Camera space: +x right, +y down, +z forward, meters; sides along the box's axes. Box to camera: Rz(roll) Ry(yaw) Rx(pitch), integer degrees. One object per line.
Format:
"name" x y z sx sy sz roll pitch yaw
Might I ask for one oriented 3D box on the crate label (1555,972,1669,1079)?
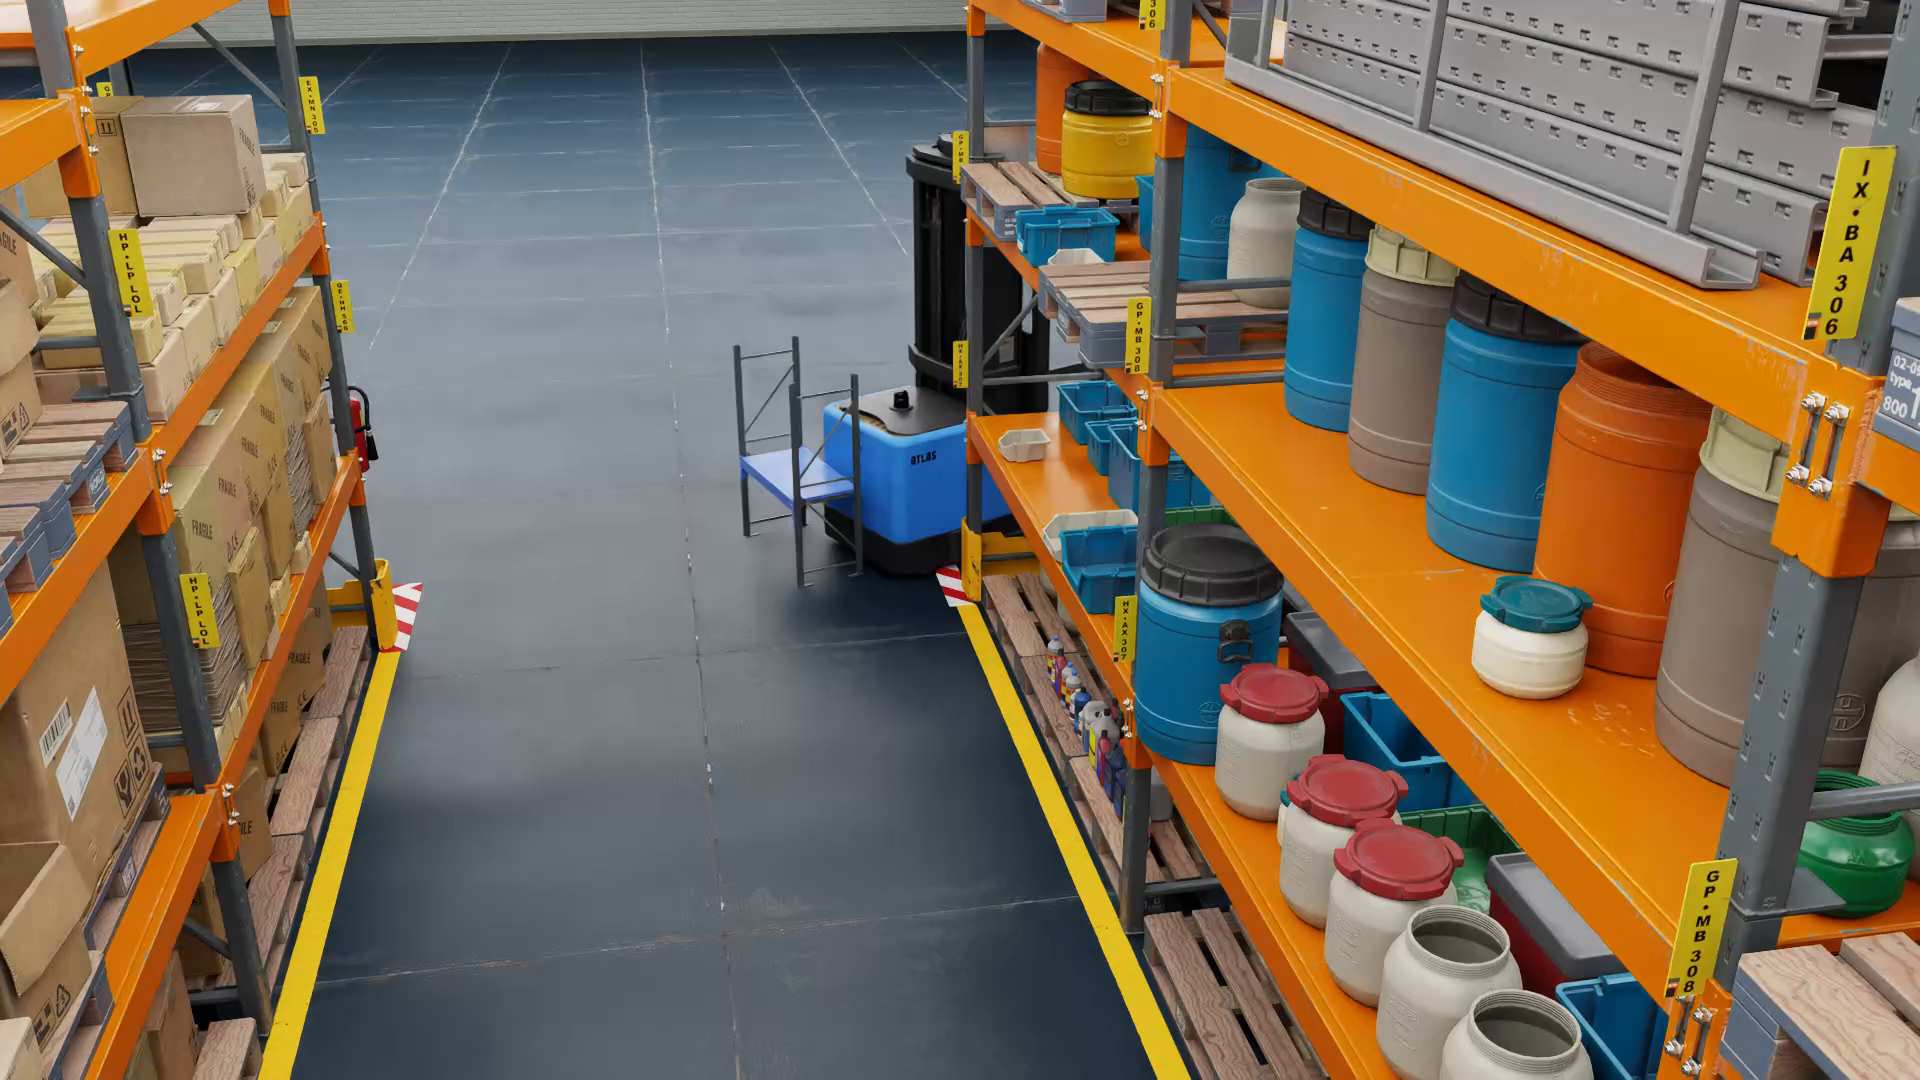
"crate label" 2.107 1.638 4.950 0.502 0.435 0.616 -4 24 -10

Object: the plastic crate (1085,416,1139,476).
"plastic crate" 1.047 -0.583 10.266 0.499 0.251 0.408 -4 24 -10

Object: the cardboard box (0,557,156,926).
"cardboard box" -3.573 0.714 5.837 1.000 1.000 1.000 -4 24 -9

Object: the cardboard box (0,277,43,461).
"cardboard box" -3.592 -0.564 5.635 0.797 0.503 0.637 -6 24 -12

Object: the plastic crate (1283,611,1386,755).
"plastic crate" 1.676 0.630 7.222 0.402 0.464 0.583 -4 24 -10

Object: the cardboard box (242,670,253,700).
"cardboard box" -3.433 0.671 7.523 0.380 0.149 0.250 -4 24 -10

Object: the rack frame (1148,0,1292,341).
"rack frame" 1.286 -2.258 6.419 1.000 3.000 0.127 -4 24 -10

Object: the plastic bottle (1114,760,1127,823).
"plastic bottle" 0.883 1.272 8.593 0.144 0.351 0.185 -5 24 -11

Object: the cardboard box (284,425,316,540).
"cardboard box" -3.986 -0.291 8.915 0.875 0.500 0.500 -4 24 -10

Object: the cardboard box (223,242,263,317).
"cardboard box" -3.703 -1.254 8.057 0.500 0.250 0.500 -5 24 -11

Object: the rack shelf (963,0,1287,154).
"rack shelf" 0.916 -2.531 8.444 1.077 0.370 4.000 -4 24 -10

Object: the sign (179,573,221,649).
"sign" -3.037 0.285 6.645 0.100 0.325 0.005 -4 24 -10

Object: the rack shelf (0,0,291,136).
"rack shelf" -3.952 -2.347 7.525 1.077 0.370 4.000 -4 24 -10

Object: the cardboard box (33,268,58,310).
"cardboard box" -4.093 -1.048 7.085 0.380 0.149 0.250 -5 24 -11

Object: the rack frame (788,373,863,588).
"rack frame" -0.922 -0.399 11.531 0.500 1.500 0.032 -12 26 -26

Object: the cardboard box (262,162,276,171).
"cardboard box" -4.031 -2.007 9.281 0.380 0.149 0.250 -5 24 -11

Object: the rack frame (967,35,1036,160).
"rack frame" 0.546 -3.831 10.021 1.000 3.000 0.127 -4 24 -10

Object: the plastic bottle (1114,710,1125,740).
"plastic bottle" 0.884 1.083 9.110 0.061 0.283 0.133 -4 24 -10

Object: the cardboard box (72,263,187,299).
"cardboard box" -3.572 -1.083 7.165 0.380 0.149 0.250 -4 24 -8

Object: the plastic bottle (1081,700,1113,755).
"plastic bottle" 0.762 1.039 9.218 0.152 0.276 0.135 -4 24 -9

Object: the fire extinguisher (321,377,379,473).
"fire extinguisher" -3.890 -0.759 10.579 0.296 0.674 0.183 -4 24 -10

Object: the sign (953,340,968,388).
"sign" 0.005 -1.170 11.077 0.100 0.325 0.005 -4 24 -10

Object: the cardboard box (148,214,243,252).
"cardboard box" -3.725 -1.494 8.107 0.380 0.149 0.250 -6 24 -12

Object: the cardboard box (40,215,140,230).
"cardboard box" -4.199 -1.470 8.051 0.380 0.149 0.250 -5 24 -10

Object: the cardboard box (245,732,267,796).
"cardboard box" -3.922 1.188 8.624 0.500 0.500 0.500 -6 24 -14

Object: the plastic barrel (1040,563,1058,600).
"plastic barrel" 0.743 0.119 11.056 0.421 0.512 0.421 0 24 0

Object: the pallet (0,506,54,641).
"pallet" -3.378 0.228 4.710 1.213 0.211 1.003 -4 24 -10

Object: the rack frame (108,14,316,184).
"rack frame" -4.322 -3.464 9.182 1.000 3.000 0.127 -4 24 -10

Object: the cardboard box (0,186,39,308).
"cardboard box" -3.916 -1.086 6.362 0.500 0.500 0.500 -5 24 -11

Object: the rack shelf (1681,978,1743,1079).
"rack shelf" 2.395 1.807 1.759 1.077 0.370 4.000 -4 24 -10

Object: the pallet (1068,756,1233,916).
"pallet" 1.202 1.502 8.789 1.003 0.211 1.213 -4 24 -10

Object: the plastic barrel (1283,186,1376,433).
"plastic barrel" 1.593 -0.929 6.497 0.600 0.901 0.708 -4 24 -10

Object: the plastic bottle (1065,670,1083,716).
"plastic bottle" 0.657 0.877 9.595 0.097 0.271 0.097 0 24 0

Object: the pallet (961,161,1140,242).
"pallet" 0.603 -2.037 9.897 1.003 0.211 1.213 -4 24 -10

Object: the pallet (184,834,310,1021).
"pallet" -3.741 1.874 7.937 1.003 0.211 1.213 -4 24 -10

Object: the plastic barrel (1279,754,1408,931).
"plastic barrel" 1.383 1.110 6.033 0.433 0.535 0.433 0 24 0

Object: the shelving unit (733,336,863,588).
"shelving unit" -1.164 -0.578 11.941 0.538 1.500 1.048 -12 26 -26

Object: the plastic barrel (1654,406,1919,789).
"plastic barrel" 2.087 0.121 4.093 0.600 0.901 0.600 0 24 0

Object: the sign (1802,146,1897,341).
"sign" 1.486 -0.493 2.781 0.100 0.325 0.005 -4 24 -10

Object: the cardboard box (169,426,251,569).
"cardboard box" -3.509 -0.175 7.399 0.500 0.500 0.500 -4 24 -10

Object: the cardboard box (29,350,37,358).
"cardboard box" -3.923 -0.608 6.576 0.500 0.250 0.500 -3 24 -8

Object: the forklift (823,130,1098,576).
"forklift" 0.475 -1.539 12.355 3.031 2.935 1.130 -17 29 -33

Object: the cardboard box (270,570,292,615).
"cardboard box" -3.617 0.277 8.423 0.380 0.149 0.250 -4 24 -10

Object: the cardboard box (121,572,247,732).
"cardboard box" -3.604 0.494 7.116 0.875 0.500 0.500 -4 24 -10

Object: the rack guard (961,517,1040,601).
"rack guard" 0.606 0.090 11.662 1.175 0.500 0.348 -4 24 -10

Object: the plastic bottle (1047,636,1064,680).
"plastic bottle" 0.575 0.703 9.994 0.097 0.271 0.097 0 24 0

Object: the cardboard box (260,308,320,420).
"cardboard box" -3.879 -0.961 9.200 0.500 0.500 0.500 -4 24 -10

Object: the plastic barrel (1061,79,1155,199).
"plastic barrel" 0.882 -2.296 9.494 0.600 0.588 0.600 0 24 0

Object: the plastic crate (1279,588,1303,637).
"plastic crate" 1.314 0.305 8.125 0.767 0.338 0.504 -4 24 -10
